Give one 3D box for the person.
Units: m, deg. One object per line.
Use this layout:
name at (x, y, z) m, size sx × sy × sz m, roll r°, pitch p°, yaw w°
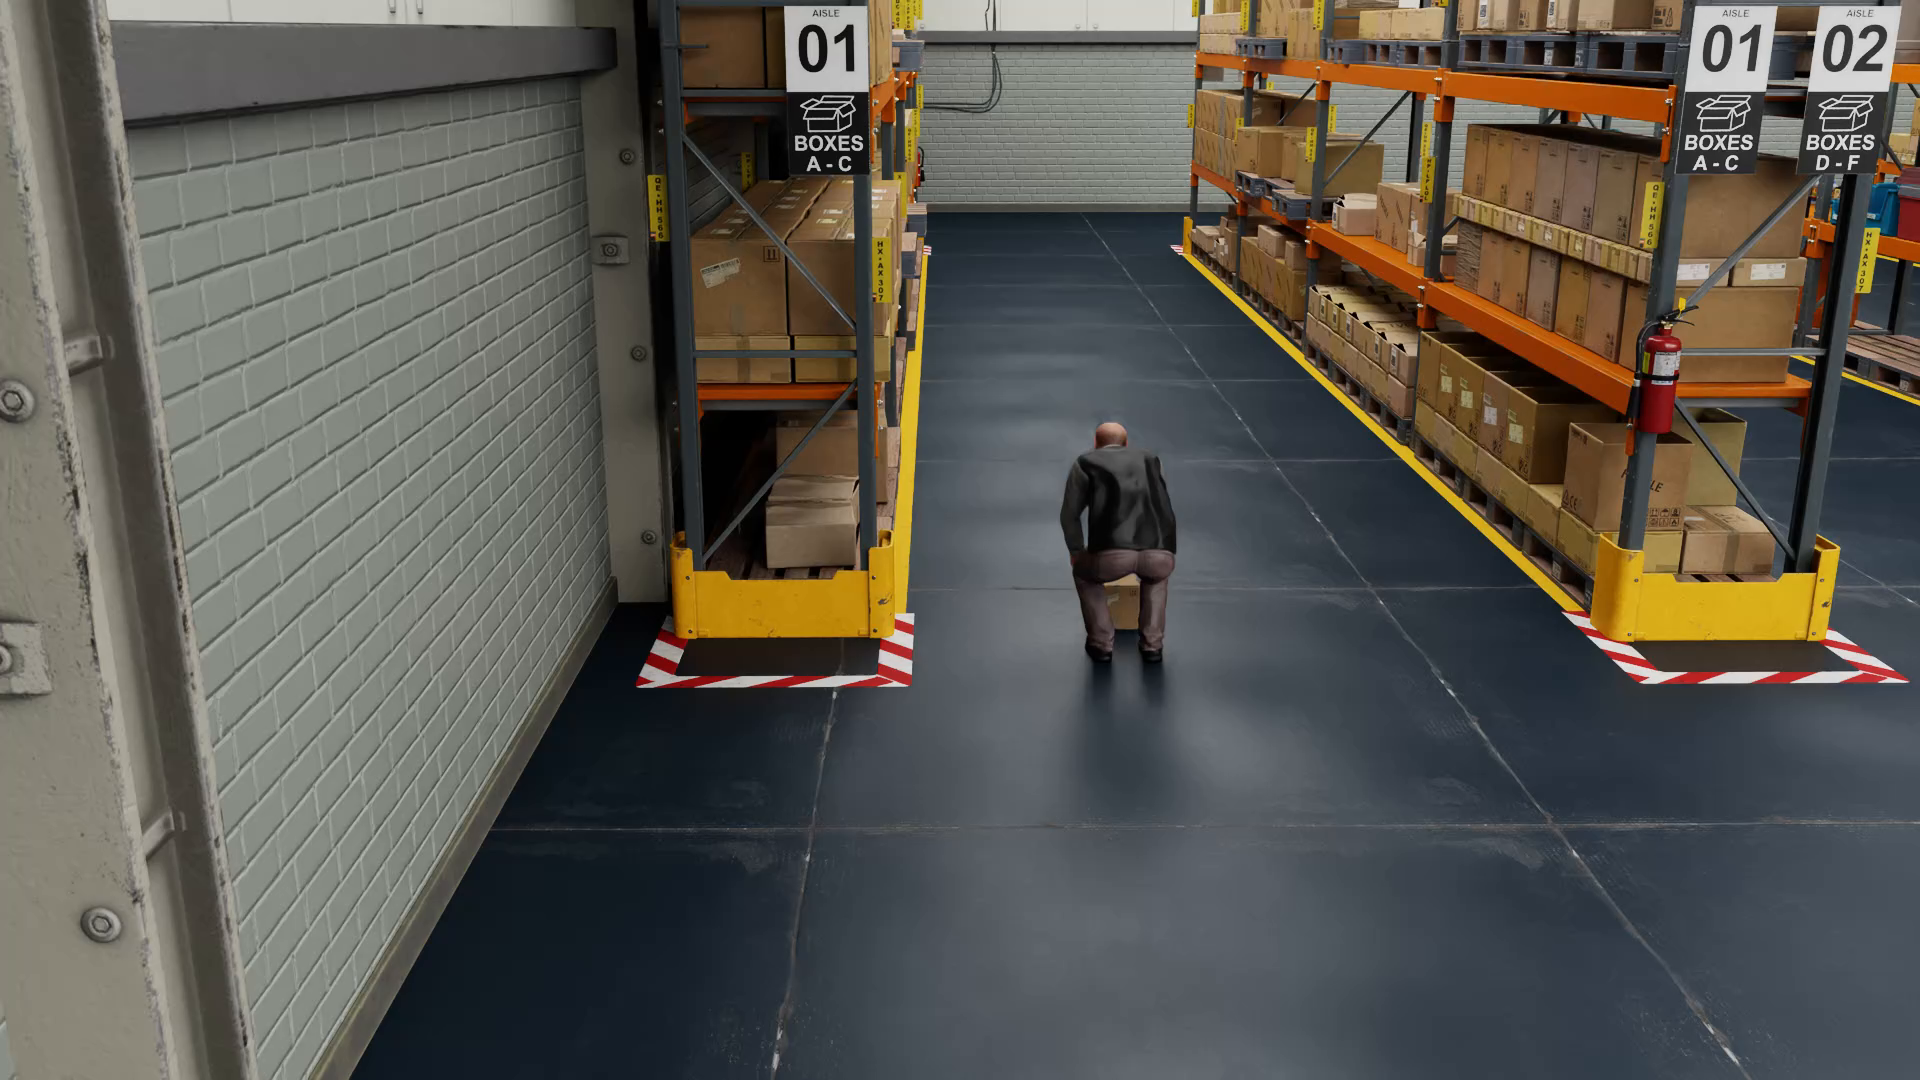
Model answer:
person at (0.807, 0.021, 8.521) m, size 0.568 × 1.139 × 0.823 m, roll 0°, pitch 17°, yaw -1°
